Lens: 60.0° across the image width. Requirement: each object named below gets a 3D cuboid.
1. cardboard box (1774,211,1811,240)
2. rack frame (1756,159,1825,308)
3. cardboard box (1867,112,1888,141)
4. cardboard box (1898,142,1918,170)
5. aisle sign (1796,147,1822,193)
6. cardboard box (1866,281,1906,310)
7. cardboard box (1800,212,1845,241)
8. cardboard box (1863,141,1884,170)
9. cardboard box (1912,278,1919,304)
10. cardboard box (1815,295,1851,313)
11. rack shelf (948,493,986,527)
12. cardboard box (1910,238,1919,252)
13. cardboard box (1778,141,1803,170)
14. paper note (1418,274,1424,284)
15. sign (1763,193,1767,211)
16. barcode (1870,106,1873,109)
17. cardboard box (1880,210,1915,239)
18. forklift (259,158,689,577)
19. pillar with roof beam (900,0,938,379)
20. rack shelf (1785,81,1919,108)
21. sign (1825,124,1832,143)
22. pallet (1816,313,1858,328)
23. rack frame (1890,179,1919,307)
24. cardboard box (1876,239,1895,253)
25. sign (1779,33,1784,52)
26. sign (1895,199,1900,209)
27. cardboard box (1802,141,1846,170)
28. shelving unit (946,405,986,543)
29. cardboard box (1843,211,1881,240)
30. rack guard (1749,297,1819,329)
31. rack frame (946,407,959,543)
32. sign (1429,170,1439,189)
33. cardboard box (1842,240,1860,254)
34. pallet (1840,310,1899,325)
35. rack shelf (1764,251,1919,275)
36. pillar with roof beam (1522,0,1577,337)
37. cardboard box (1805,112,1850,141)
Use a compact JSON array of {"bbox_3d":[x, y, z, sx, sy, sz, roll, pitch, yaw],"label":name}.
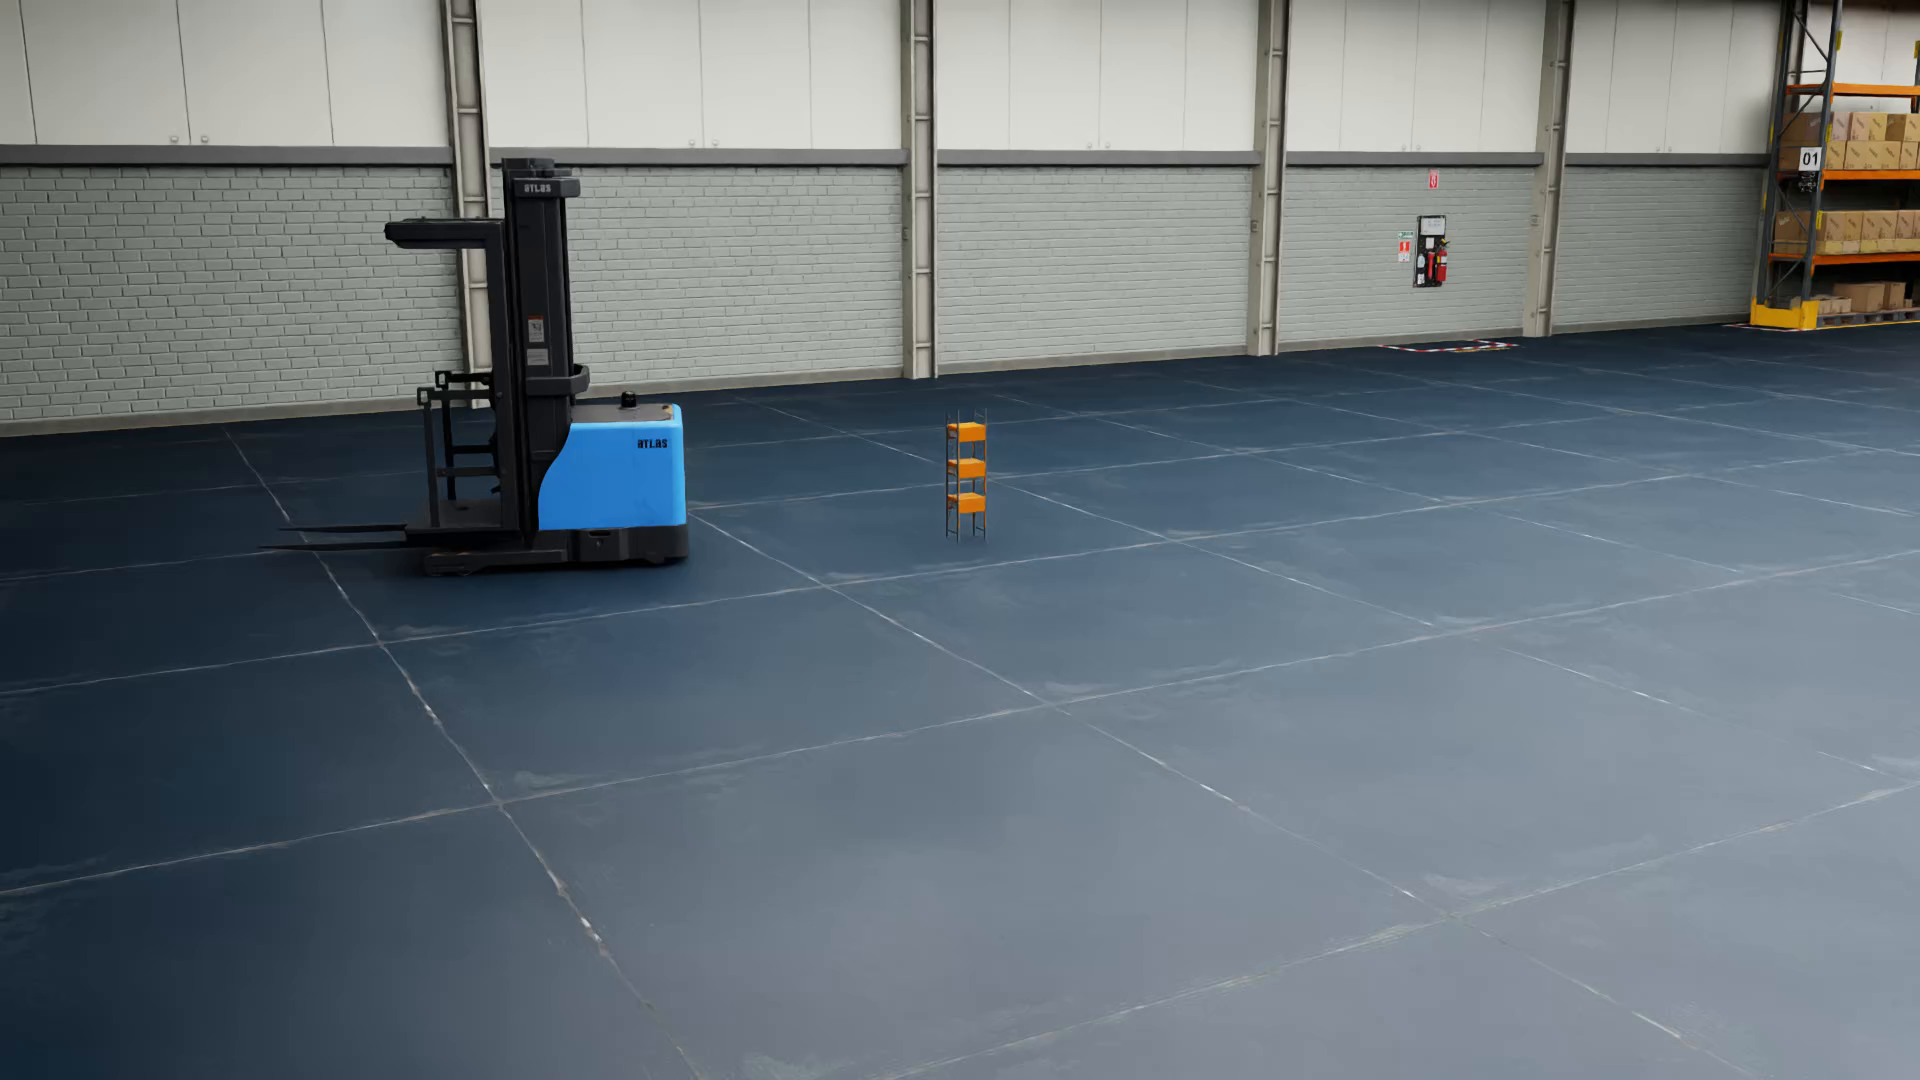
[{"bbox_3d":[15.361,-5.778,30.541,0.500,0.500,0.500,-7,14,-28],"label":"cardboard box"},{"bbox_3d":[15.049,-5.385,30.206,0.127,3.000,1.000,-7,14,-28],"label":"rack frame"},{"bbox_3d":[16.412,-7.488,30.166,0.500,0.500,0.500,-6,14,-26],"label":"cardboard box"},{"bbox_3d":[17.317,-7.111,30.769,0.500,0.500,0.500,-7,15,-30],"label":"cardboard box"},{"bbox_3d":[15.129,-6.588,29.630,0.004,0.787,0.394,-7,14,-28],"label":"aisle sign"},{"bbox_3d":[17.668,-4.684,31.783,0.500,0.500,0.500,-8,15,-32],"label":"cardboard box"},{"bbox_3d":[15.612,-5.680,30.104,0.500,0.500,0.500,-7,14,-28],"label":"cardboard box"},{"bbox_3d":[16.404,-6.999,30.273,0.500,0.500,0.500,-6,14,-25],"label":"cardboard box"},{"bbox_3d":[19.198,-4.882,32.661,0.500,0.500,0.700,-6,14,-26],"label":"cardboard box"},{"bbox_3d":[16.200,-4.404,30.966,0.500,0.311,0.500,-6,14,-23],"label":"cardboard box"},{"bbox_3d":[0.047,-0.236,13.082,0.240,0.259,0.215,-7,14,-28],"label":"rack shelf"},{"bbox_3d":[17.848,-5.584,31.384,0.500,0.250,0.500,-7,14,-28],"label":"cardboard box"},{"bbox_3d":[15.294,-7.000,30.276,0.500,0.500,0.500,-6,14,-24],"label":"cardboard box"},{"bbox_3d":[7.607,-4.307,27.420,0.142,0.148,0.016,-7,14,-28],"label":"paper note"},{"bbox_3d":[14.800,-6.213,30.529,0.005,0.325,0.100,-7,14,-28],"label":"sign"},{"bbox_3d":[17.134,-8.133,31.257,0.075,0.075,0.001,-7,14,-28],"label":"barcode"},{"bbox_3d":[17.410,-5.895,31.058,0.500,0.500,0.500,-7,15,-29],"label":"cardboard box"},{"bbox_3d":[-3.576,-1.292,12.174,3.031,2.935,1.130,-2,13,-10],"label":"forklift"},{"bbox_3d":[1.512,-5.829,18.515,0.400,9.000,9.100,-7,14,-28],"label":"pillar with roof beam"},{"bbox_3d":[16.804,-8.170,30.562,4.000,0.370,1.077,-7,14,-28],"label":"rack shelf"},{"bbox_3d":[15.309,-7.171,29.316,0.005,0.325,0.100,-7,14,-28],"label":"sign"},{"bbox_3d":[15.845,-4.111,30.898,1.213,0.211,1.003,-7,14,-28],"label":"pallet"},{"bbox_3d":[18.560,-5.806,32.076,0.127,3.000,1.000,-7,14,-28],"label":"rack frame"},{"bbox_3d":[16.973,-5.475,30.899,0.500,0.250,0.500,-7,14,-27],"label":"cardboard box"},{"bbox_3d":[14.801,-8.954,29.913,0.005,0.325,0.100,-7,14,-28],"label":"sign"},{"bbox_3d":[18.291,-6.477,32.423,0.005,0.325,0.100,-7,14,-28],"label":"sign"},{"bbox_3d":[15.462,-6.894,29.806,0.500,0.500,0.500,-6,14,-26],"label":"cardboard box"},{"bbox_3d":[0.047,-0.518,13.019,0.252,1.050,0.215,-7,14,-28],"label":"shelving unit"},{"bbox_3d":[16.507,-5.783,30.563,0.500,0.500,0.500,-7,15,-30],"label":"cardboard box"},{"bbox_3d":[15.115,-4.174,30.516,0.348,0.500,1.175,-7,14,-28],"label":"rack guard"},{"bbox_3d":[-0.060,-0.505,12.962,0.008,1.050,0.200,-7,14,-28],"label":"rack frame"},{"bbox_3d":[7.740,-5.891,27.174,0.199,0.298,0.001,-7,14,-28],"label":"sign"},{"bbox_3d":[16.078,-5.369,30.432,0.500,0.250,0.500,-7,15,-30],"label":"cardboard box"},{"bbox_3d":[16.915,-4.239,31.464,1.213,0.211,1.003,-7,14,-28],"label":"pallet"},{"bbox_3d":[16.804,-5.245,31.220,4.000,0.370,1.077,-7,14,-28],"label":"rack shelf"},{"bbox_3d":[12.045,-7.092,24.124,0.400,9.000,9.100,-7,14,-28],"label":"pillar with roof beam"},{"bbox_3d":[15.503,-7.389,29.726,0.500,0.500,0.500,-8,15,-32],"label":"cardboard box"}]
